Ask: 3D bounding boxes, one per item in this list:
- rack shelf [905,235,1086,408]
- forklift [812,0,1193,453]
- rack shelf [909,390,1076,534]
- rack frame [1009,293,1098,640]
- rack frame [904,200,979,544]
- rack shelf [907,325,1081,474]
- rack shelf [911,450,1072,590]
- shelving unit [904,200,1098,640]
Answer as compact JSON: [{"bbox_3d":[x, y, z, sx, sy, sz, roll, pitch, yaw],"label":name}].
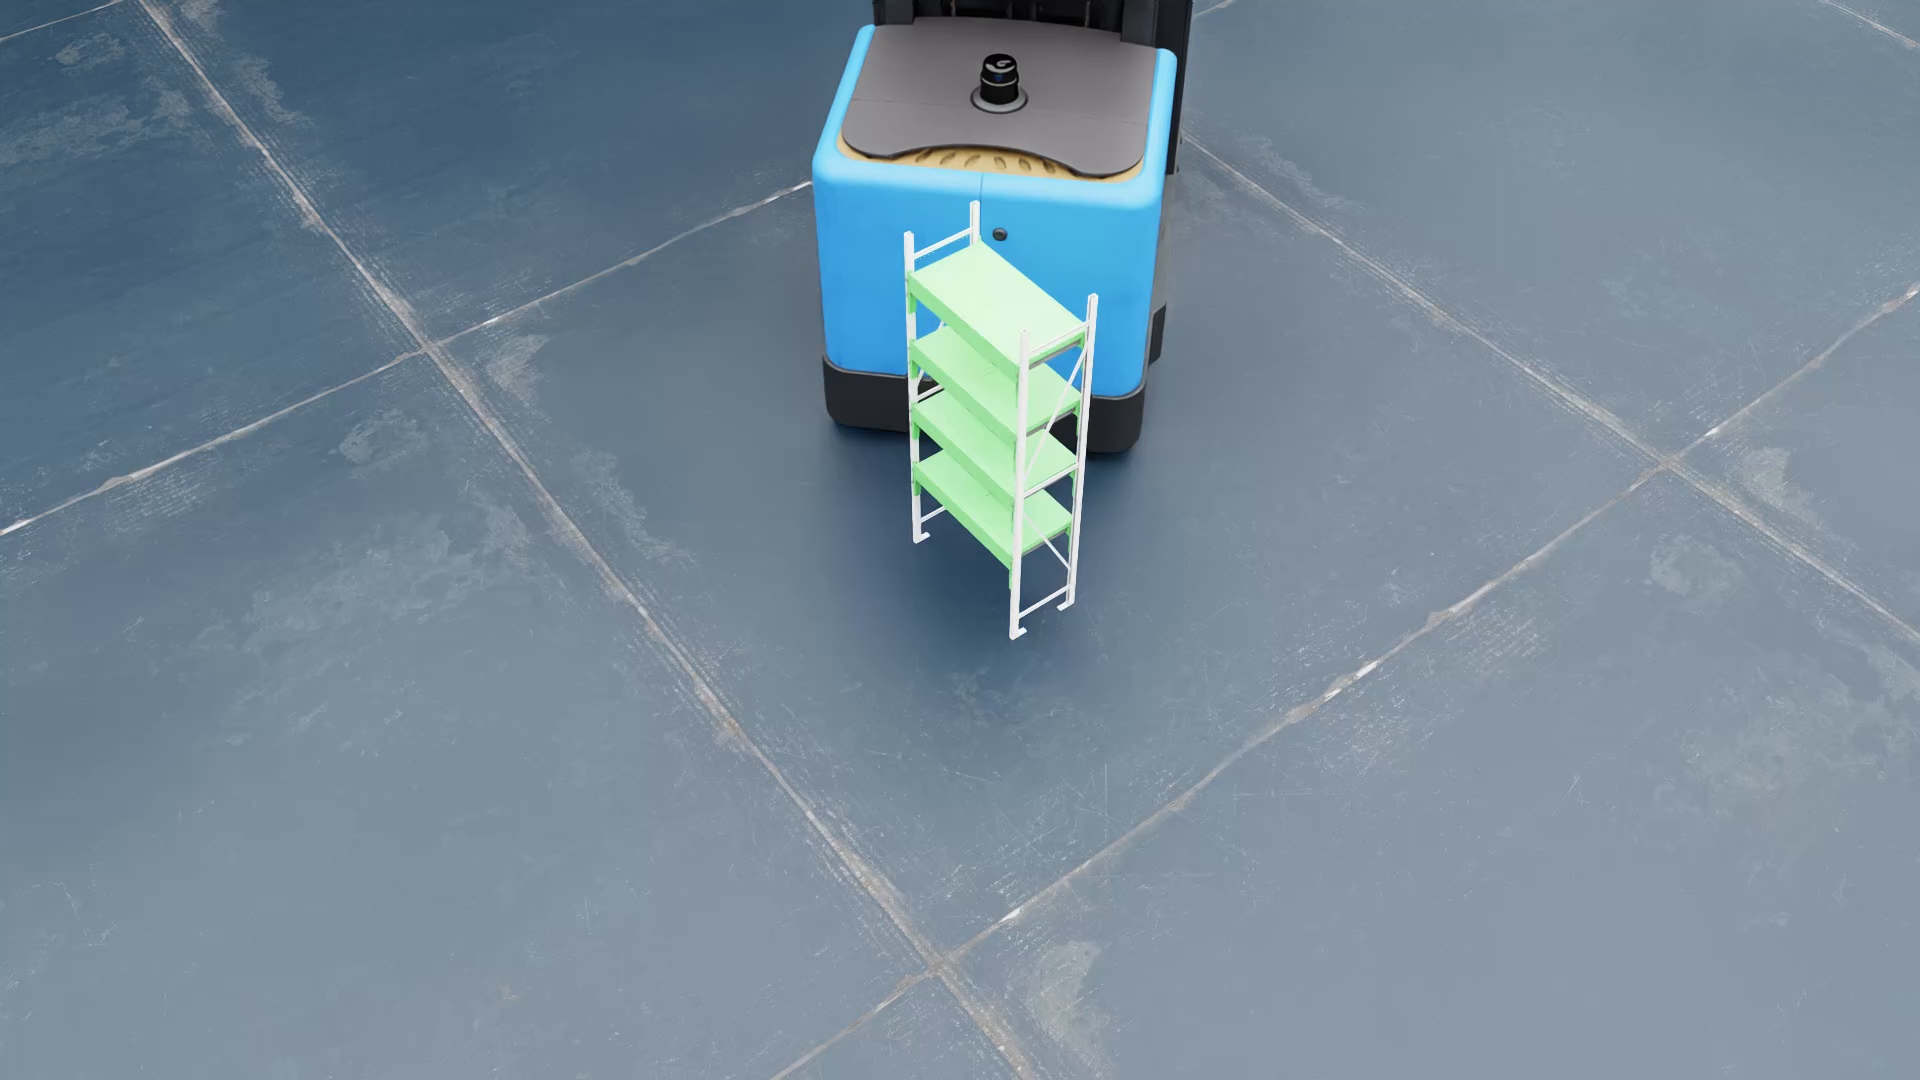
[{"bbox_3d":[0.100,-0.585,4.409,0.258,0.148,0.480,-29,54,-24],"label":"rack shelf"},{"bbox_3d":[0.283,-2.374,5.424,1.130,2.935,3.031,6,48,6],"label":"forklift"},{"bbox_3d":[0.100,-0.262,4.764,0.258,0.148,0.480,-29,54,-24],"label":"rack shelf"},{"bbox_3d":[0.248,-0.162,4.587,0.240,1.200,0.015,-29,54,-24],"label":"rack frame"},{"bbox_3d":[-0.048,-0.449,4.847,0.240,1.200,0.015,-29,54,-24],"label":"rack frame"},{"bbox_3d":[0.100,-0.424,4.587,0.258,0.148,0.480,-29,54,-24],"label":"rack shelf"},{"bbox_3d":[0.100,-0.101,4.942,0.258,0.148,0.480,-29,54,-24],"label":"rack shelf"},{"bbox_3d":[0.100,-0.305,4.717,0.258,1.200,0.503,-29,54,-24],"label":"shelving unit"}]
